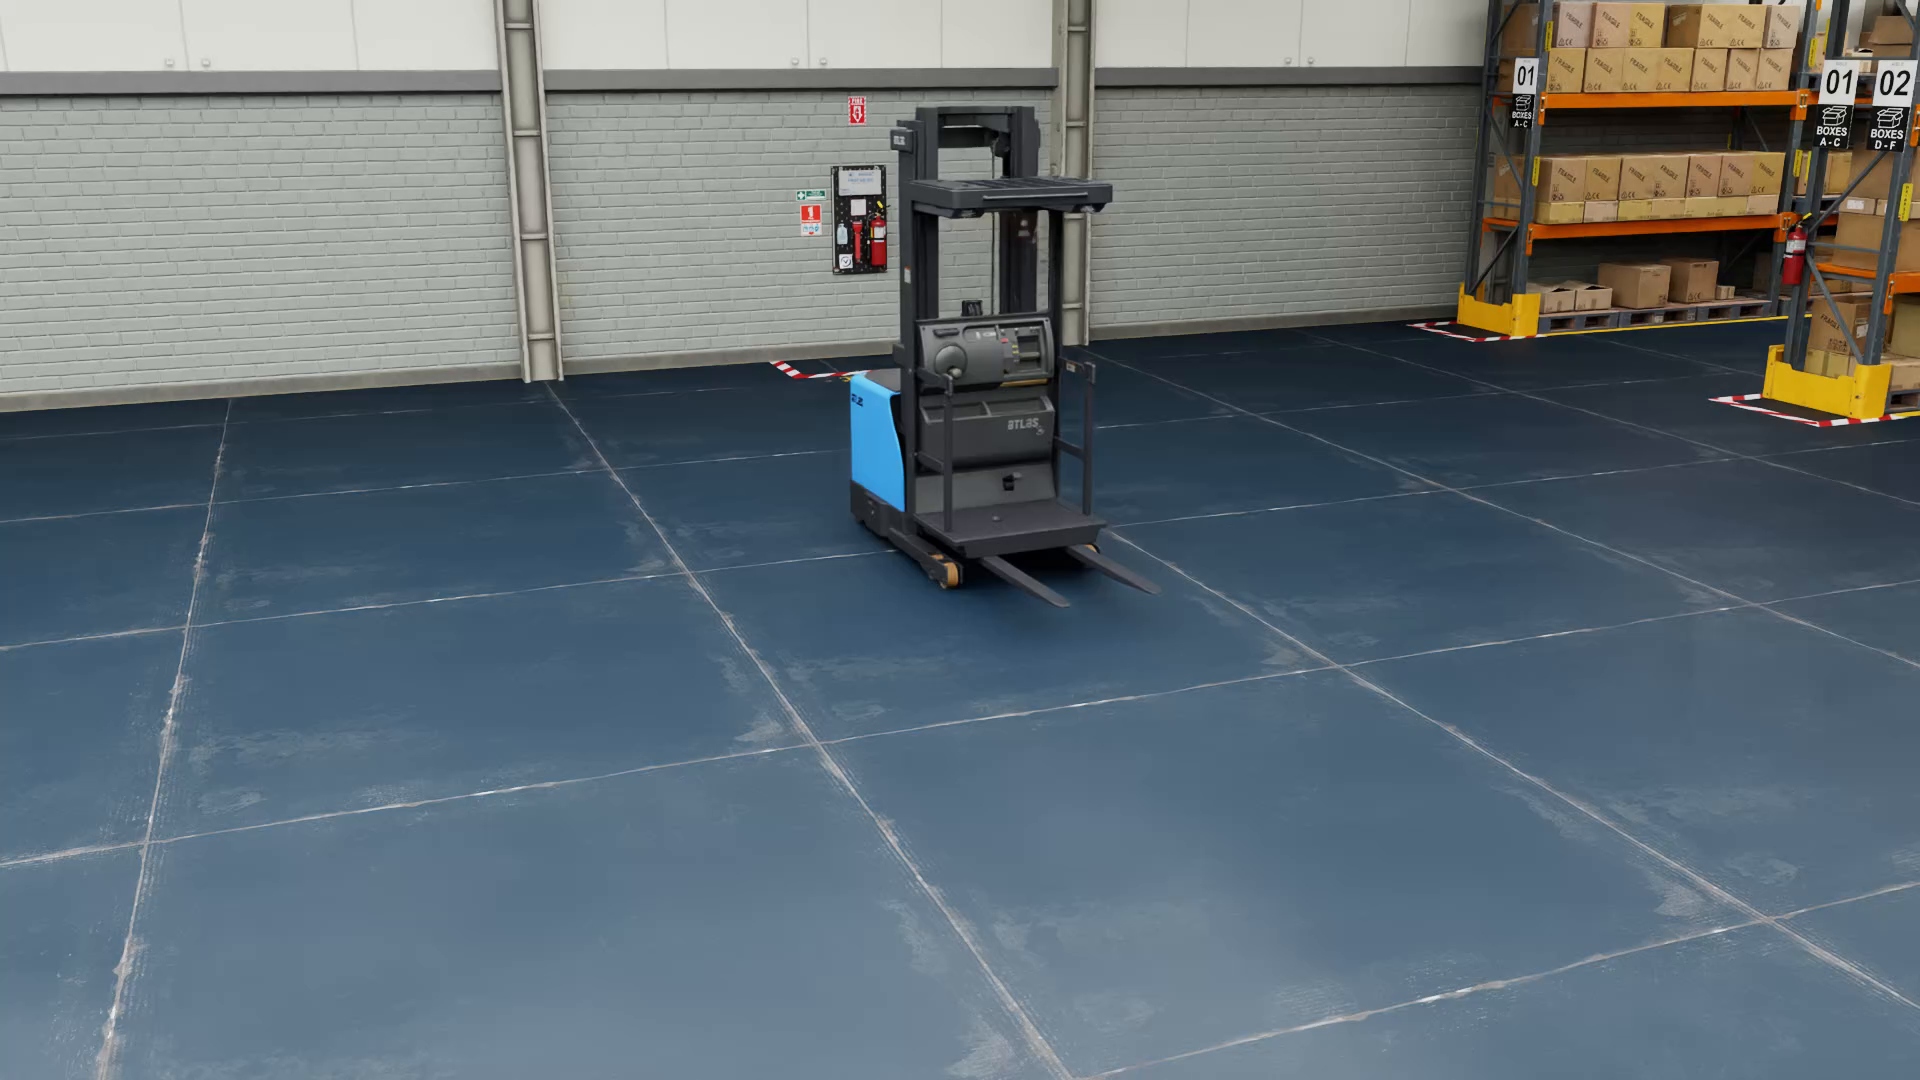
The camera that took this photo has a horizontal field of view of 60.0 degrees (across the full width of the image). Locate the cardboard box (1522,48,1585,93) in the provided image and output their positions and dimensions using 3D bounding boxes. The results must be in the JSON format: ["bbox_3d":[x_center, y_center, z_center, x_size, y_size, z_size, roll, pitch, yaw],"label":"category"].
[{"bbox_3d":[6.919,-5.493,19.445,0.500,0.500,0.500,-6,17,-19],"label":"cardboard box"}]

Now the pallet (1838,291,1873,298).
[{"bbox_3d":[12.120,-3.297,22.451,1.213,0.211,1.003,-6,17,-20],"label":"pallet"}]

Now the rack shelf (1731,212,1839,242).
[{"bbox_3d":[12.120,-4.289,22.155,4.000,0.370,1.077,-6,17,-20],"label":"rack shelf"}]

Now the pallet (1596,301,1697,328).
[{"bbox_3d":[8.497,-2.893,21.075,1.213,0.211,1.003,-6,17,-20],"label":"pallet"}]

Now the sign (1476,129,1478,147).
[{"bbox_3d":[6.338,-4.884,20.290,0.005,0.325,0.100,-6,17,-20],"label":"sign"}]

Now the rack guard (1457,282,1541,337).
[{"bbox_3d":[6.589,-2.837,20.372,0.348,0.500,1.175,-6,17,-20],"label":"rack guard"}]

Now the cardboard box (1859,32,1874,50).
[{"bbox_3d":[11.944,-6.279,21.411,0.500,0.500,0.500,-7,18,-22],"label":"cardboard box"}]

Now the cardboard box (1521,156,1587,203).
[{"bbox_3d":[7.071,-4.295,19.801,0.500,0.500,0.500,-6,17,-20],"label":"cardboard box"}]

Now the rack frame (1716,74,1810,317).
[{"bbox_3d":[10.253,-4.432,21.367,0.127,3.000,1.000,-6,17,-20],"label":"rack frame"}]

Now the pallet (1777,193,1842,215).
[{"bbox_3d":[11.019,-4.379,21.526,1.213,0.211,1.003,-6,17,-20],"label":"pallet"}]

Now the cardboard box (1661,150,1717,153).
[{"bbox_3d":[9.255,-4.686,21.131,0.500,0.500,0.500,-6,17,-20],"label":"cardboard box"}]

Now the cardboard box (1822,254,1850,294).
[{"bbox_3d":[11.399,-3.588,22.147,0.500,0.500,0.700,-7,18,-21],"label":"cardboard box"}]

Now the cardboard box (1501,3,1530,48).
[{"bbox_3d":[6.827,-6.118,19.796,0.500,0.500,0.500,-5,17,-18],"label":"cardboard box"}]

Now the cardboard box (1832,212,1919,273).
[{"bbox_3d":[8.734,-2.817,15.691,0.500,0.500,0.700,-6,17,-20],"label":"cardboard box"}]

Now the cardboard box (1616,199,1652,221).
[{"bbox_3d":[8.045,-4.038,20.256,0.500,0.250,0.500,-6,18,-21],"label":"cardboard box"}]

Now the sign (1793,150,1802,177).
[{"bbox_3d":[10.454,-4.705,20.762,0.005,0.325,0.100,-6,17,-20],"label":"sign"}]

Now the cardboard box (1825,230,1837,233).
[{"bbox_3d":[11.829,-3.981,22.156,0.500,0.250,0.500,-7,18,-22],"label":"cardboard box"}]

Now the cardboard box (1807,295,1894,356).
[{"bbox_3d":[8.688,-2.100,16.230,0.500,0.500,0.500,-6,17,-20],"label":"cardboard box"}]

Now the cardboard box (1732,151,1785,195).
[{"bbox_3d":[9.922,-4.600,20.840,0.500,0.500,0.500,-6,17,-20],"label":"cardboard box"}]

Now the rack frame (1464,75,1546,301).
[{"bbox_3d":[6.518,-4.029,19.994,0.127,3.000,1.000,-6,17,-20],"label":"rack frame"}]

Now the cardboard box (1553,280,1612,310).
[{"bbox_3d":[7.728,-3.053,20.663,0.500,0.311,0.500,-5,17,-15],"label":"cardboard box"}]

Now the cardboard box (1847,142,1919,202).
[{"bbox_3d":[8.784,-3.445,15.527,0.500,0.500,0.700,-6,17,-20],"label":"cardboard box"}]

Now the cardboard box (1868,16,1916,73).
[{"bbox_3d":[8.832,-4.540,15.234,0.637,0.503,0.797,-5,17,-16],"label":"cardboard box"}]

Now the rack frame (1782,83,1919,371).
[{"bbox_3d":[8.294,-2.726,15.557,0.127,3.000,1.000,-6,17,-20],"label":"rack frame"}]

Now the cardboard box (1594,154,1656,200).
[{"bbox_3d":[8.021,-4.393,20.134,0.500,0.500,0.500,-7,18,-22],"label":"cardboard box"}]

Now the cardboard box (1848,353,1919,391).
[{"bbox_3d":[8.874,-1.604,15.870,0.500,0.250,0.500,-6,17,-20],"label":"cardboard box"}]

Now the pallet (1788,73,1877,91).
[{"bbox_3d":[10.868,-5.815,21.087,1.003,0.211,1.213,-6,17,-20],"label":"pallet"}]

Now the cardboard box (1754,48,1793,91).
[{"bbox_3d":[9.867,-5.813,20.532,0.500,0.500,0.500,-6,17,-19],"label":"cardboard box"}]

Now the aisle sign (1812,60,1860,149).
[{"bbox_3d":[8.127,-4.044,15.431,0.004,0.787,0.394,-6,17,-20],"label":"aisle sign"}]

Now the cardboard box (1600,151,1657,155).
[{"bbox_3d":[8.307,-4.582,20.777,0.500,0.500,0.500,-6,17,-19],"label":"cardboard box"}]

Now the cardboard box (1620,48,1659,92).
[{"bbox_3d":[7.917,-5.592,19.779,0.500,0.500,0.500,-5,17,-18],"label":"cardboard box"}]

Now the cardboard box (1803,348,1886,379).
[{"bbox_3d":[8.689,-1.740,16.334,0.500,0.250,0.500,-6,17,-20],"label":"cardboard box"}]

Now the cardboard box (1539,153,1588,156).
[{"bbox_3d":[7.355,-4.478,20.423,0.500,0.500,0.500,-6,17,-19],"label":"cardboard box"}]

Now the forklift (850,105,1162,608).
[{"bbox_3d":[0.267,-1.238,10.611,1.130,2.935,3.031,-7,18,-23],"label":"forklift"}]

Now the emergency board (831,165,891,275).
[{"bbox_3d":[-1.062,-3.483,18.135,0.643,1.169,0.194,-6,17,-20],"label":"emergency board"}]

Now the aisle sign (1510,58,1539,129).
[{"bbox_3d":[6.558,-5.190,19.334,0.004,0.787,0.394,-6,17,-20],"label":"aisle sign"}]

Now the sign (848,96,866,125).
[{"bbox_3d":[-1.105,-4.621,17.895,0.199,0.298,0.001,-6,17,-20],"label":"sign"}]

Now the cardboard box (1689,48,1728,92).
[{"bbox_3d":[8.889,-5.699,20.146,0.500,0.500,0.500,-7,18,-22],"label":"cardboard box"}]

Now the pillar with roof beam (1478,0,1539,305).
[{"bbox_3d":[8.402,-6.073,16.307,0.400,9.000,9.100,-6,17,-20],"label":"pillar with roof beam"}]

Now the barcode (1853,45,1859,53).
[{"bbox_3d":[8.403,-4.601,15.588,0.075,0.075,0.001,-6,17,-20],"label":"barcode"}]

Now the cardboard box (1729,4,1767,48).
[{"bbox_3d":[9.371,-6.228,20.173,0.500,0.500,0.500,-5,17,-17],"label":"cardboard box"}]

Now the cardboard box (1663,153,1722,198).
[{"bbox_3d":[8.984,-4.501,20.501,0.500,0.500,0.500,-7,18,-22],"label":"cardboard box"}]

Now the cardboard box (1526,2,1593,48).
[{"bbox_3d":[6.964,-5.980,19.328,0.500,0.500,0.500,-8,18,-24],"label":"cardboard box"}]

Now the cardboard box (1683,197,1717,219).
[{"bbox_3d":[8.987,-4.139,20.601,0.500,0.250,0.500,-6,17,-20],"label":"cardboard box"}]

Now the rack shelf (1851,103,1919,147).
[{"bbox_3d":[10.161,-4.021,15.922,4.000,0.370,1.077,-6,17,-20],"label":"rack shelf"}]

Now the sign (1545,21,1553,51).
[{"bbox_3d":[6.712,-5.745,18.962,0.005,0.325,0.100,-6,17,-20],"label":"sign"}]

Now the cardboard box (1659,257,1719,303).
[{"bbox_3d":[9.298,-3.329,21.265,0.500,0.500,0.500,-8,18,-24],"label":"cardboard box"}]

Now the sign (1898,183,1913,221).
[{"bbox_3d":[8.487,-3.033,14.924,0.005,0.325,0.100,-6,17,-20],"label":"sign"}]

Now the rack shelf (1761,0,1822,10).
[{"bbox_3d":[12.120,-6.975,21.366,4.000,0.370,1.077,-6,17,-20],"label":"rack shelf"}]

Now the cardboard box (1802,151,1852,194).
[{"bbox_3d":[11.265,-4.788,21.621,0.500,0.500,0.700,-4,17,-14],"label":"cardboard box"}]

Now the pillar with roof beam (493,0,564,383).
[{"bbox_3d":[-2.803,-4.863,12.187,0.400,9.000,9.100,-6,17,-20],"label":"pillar with roof beam"}]

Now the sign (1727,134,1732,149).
[{"bbox_3d":[10.051,-5.133,21.700,0.005,0.325,0.100,-6,17,-20],"label":"sign"}]

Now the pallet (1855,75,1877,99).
[{"bbox_3d":[8.963,-4.187,15.366,1.213,0.211,1.003,-6,17,-20],"label":"pallet"}]

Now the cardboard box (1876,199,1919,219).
[{"bbox_3d":[8.737,-3.068,15.393,0.250,0.149,0.380,-6,18,-20],"label":"cardboard box"}]

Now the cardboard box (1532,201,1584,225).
[{"bbox_3d":[7.087,-3.932,19.895,0.500,0.250,0.500,-7,18,-22],"label":"cardboard box"}]

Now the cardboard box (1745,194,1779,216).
[{"bbox_3d":[9.919,-4.242,20.951,0.500,0.250,0.500,-6,17,-20],"label":"cardboard box"}]

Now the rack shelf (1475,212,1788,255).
[{"bbox_3d":[8.385,-3.885,20.782,4.000,0.370,1.077,-6,17,-20],"label":"rack shelf"}]

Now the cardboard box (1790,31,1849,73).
[{"bbox_3d":[10.792,-6.155,20.987,0.500,0.500,0.500,-4,17,-12],"label":"cardboard box"}]

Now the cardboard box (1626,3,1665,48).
[{"bbox_3d":[7.925,-6.072,19.641,0.500,0.500,0.500,-6,17,-19],"label":"cardboard box"}]

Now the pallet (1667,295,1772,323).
[{"bbox_3d":[9.638,-3.017,21.498,1.213,0.211,1.003,-6,17,-20],"label":"pallet"}]
